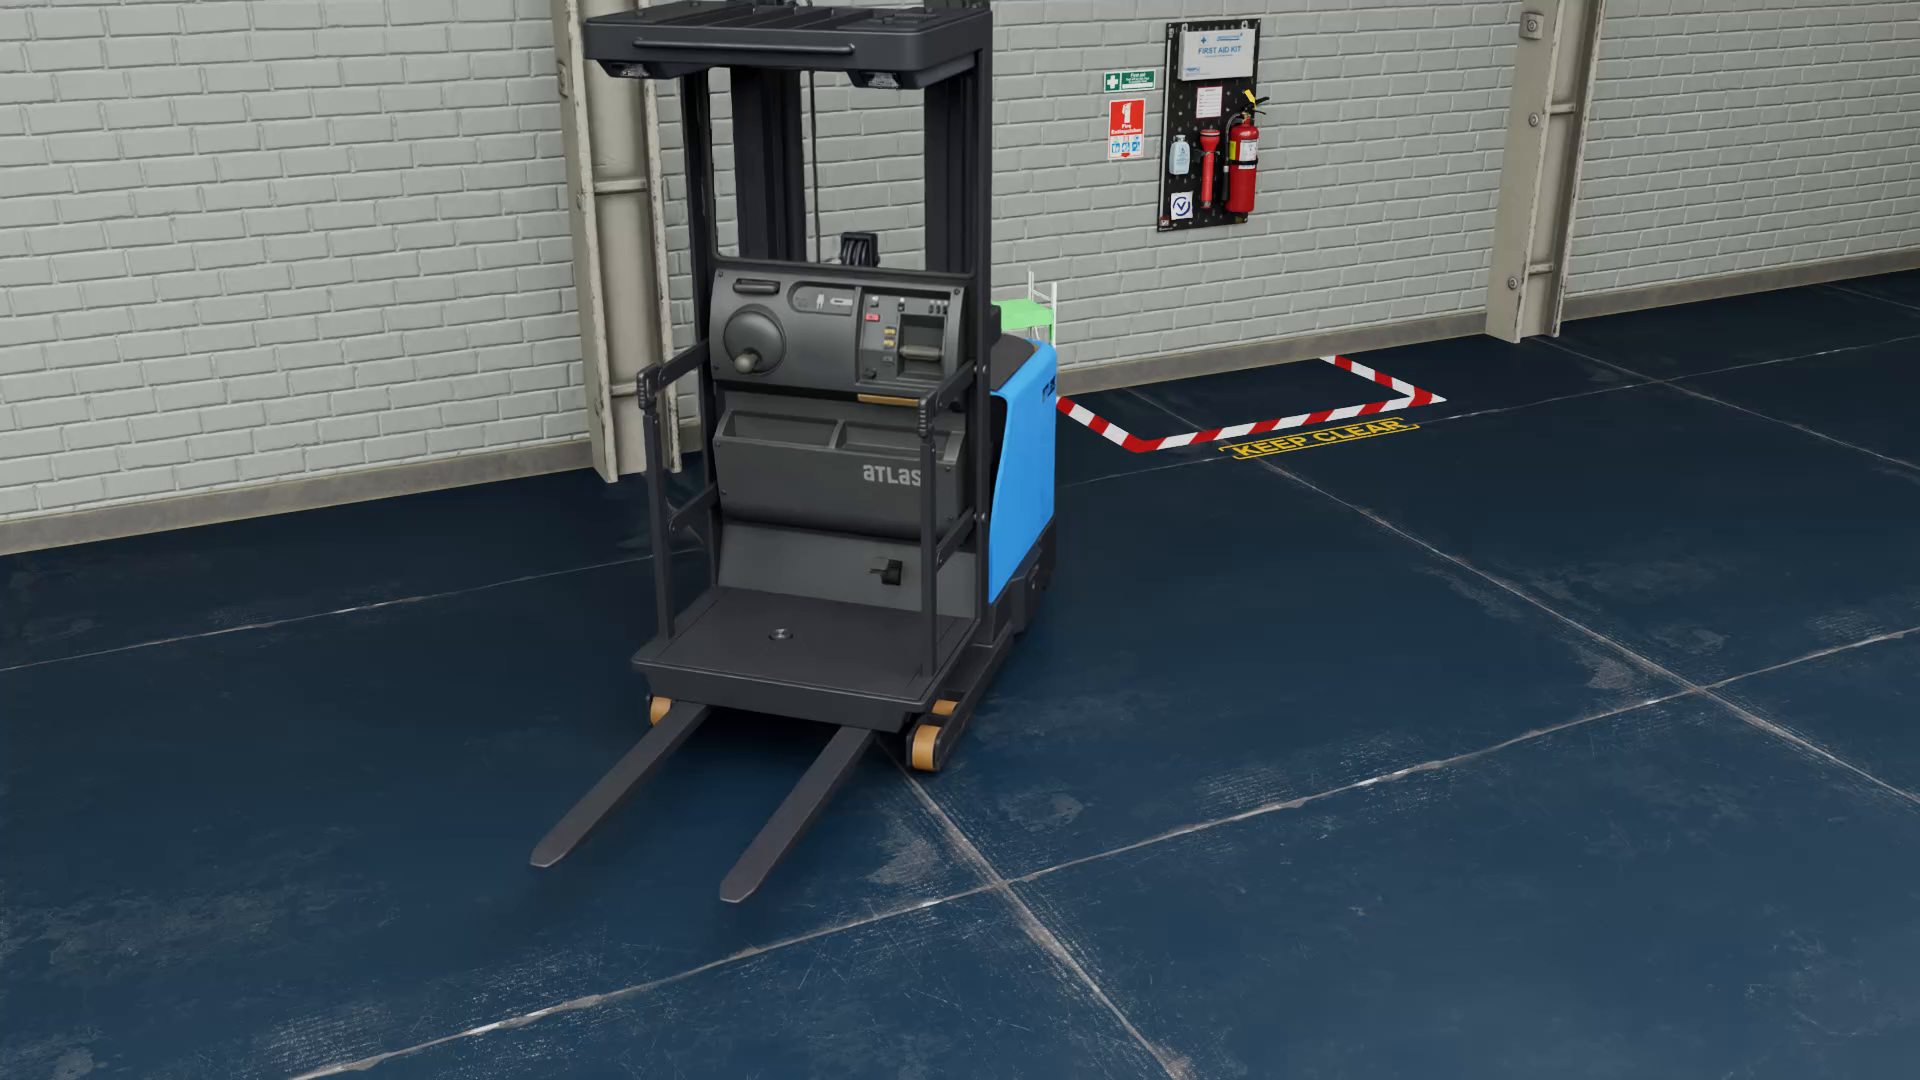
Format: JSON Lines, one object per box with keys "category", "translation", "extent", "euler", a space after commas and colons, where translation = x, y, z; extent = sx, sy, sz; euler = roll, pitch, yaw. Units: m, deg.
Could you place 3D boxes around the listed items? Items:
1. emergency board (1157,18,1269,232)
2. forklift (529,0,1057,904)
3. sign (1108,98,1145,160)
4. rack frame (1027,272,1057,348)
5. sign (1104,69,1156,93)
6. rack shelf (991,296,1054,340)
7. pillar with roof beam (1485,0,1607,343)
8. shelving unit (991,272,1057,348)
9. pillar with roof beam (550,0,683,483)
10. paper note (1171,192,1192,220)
{"category": "emergency board", "translation": [1.483, -2.359, 9.528], "extent": [0.643, 1.169, 0.194], "euler": [-10, 25, -24]}
{"category": "forklift", "translation": [-0.500, -0.715, 5.645], "extent": [1.130, 2.935, 3.031], "euler": [7, 23, 16]}
{"category": "sign", "translation": [0.940, -2.320, 9.385], "extent": [0.234, 0.329, 0.001], "euler": [-10, 25, -24]}
{"category": "rack frame", "translation": [0.369, -0.622, 7.685], "extent": [0.015, 1.200, 0.240], "euler": [-10, 25, -24]}
{"category": "sign", "translation": [0.948, -2.562, 9.278], "extent": [0.331, 0.109, 0.001], "euler": [-10, 25, -24]}
{"category": "rack shelf", "translation": [0.149, -0.966, 7.428], "extent": [0.480, 0.148, 0.258], "euler": [-10, 25, -24]}
{"category": "pillar with roof beam", "translation": [5.593, -4.044, 5.755], "extent": [0.400, 9.000, 9.100], "euler": [-10, 25, -24]}
{"category": "shelving unit", "translation": [0.149, -0.582, 7.587], "extent": [0.503, 1.200, 0.258], "euler": [-10, 25, -24]}
{"category": "pillar with roof beam", "translation": [0.187, -3.049, 3.350], "extent": [0.400, 9.000, 9.100], "euler": [-10, 25, -24]}
{"category": "paper note", "translation": [1.293, -1.947, 9.683], "extent": [0.142, 0.148, 0.016], "euler": [-10, 25, -24]}
